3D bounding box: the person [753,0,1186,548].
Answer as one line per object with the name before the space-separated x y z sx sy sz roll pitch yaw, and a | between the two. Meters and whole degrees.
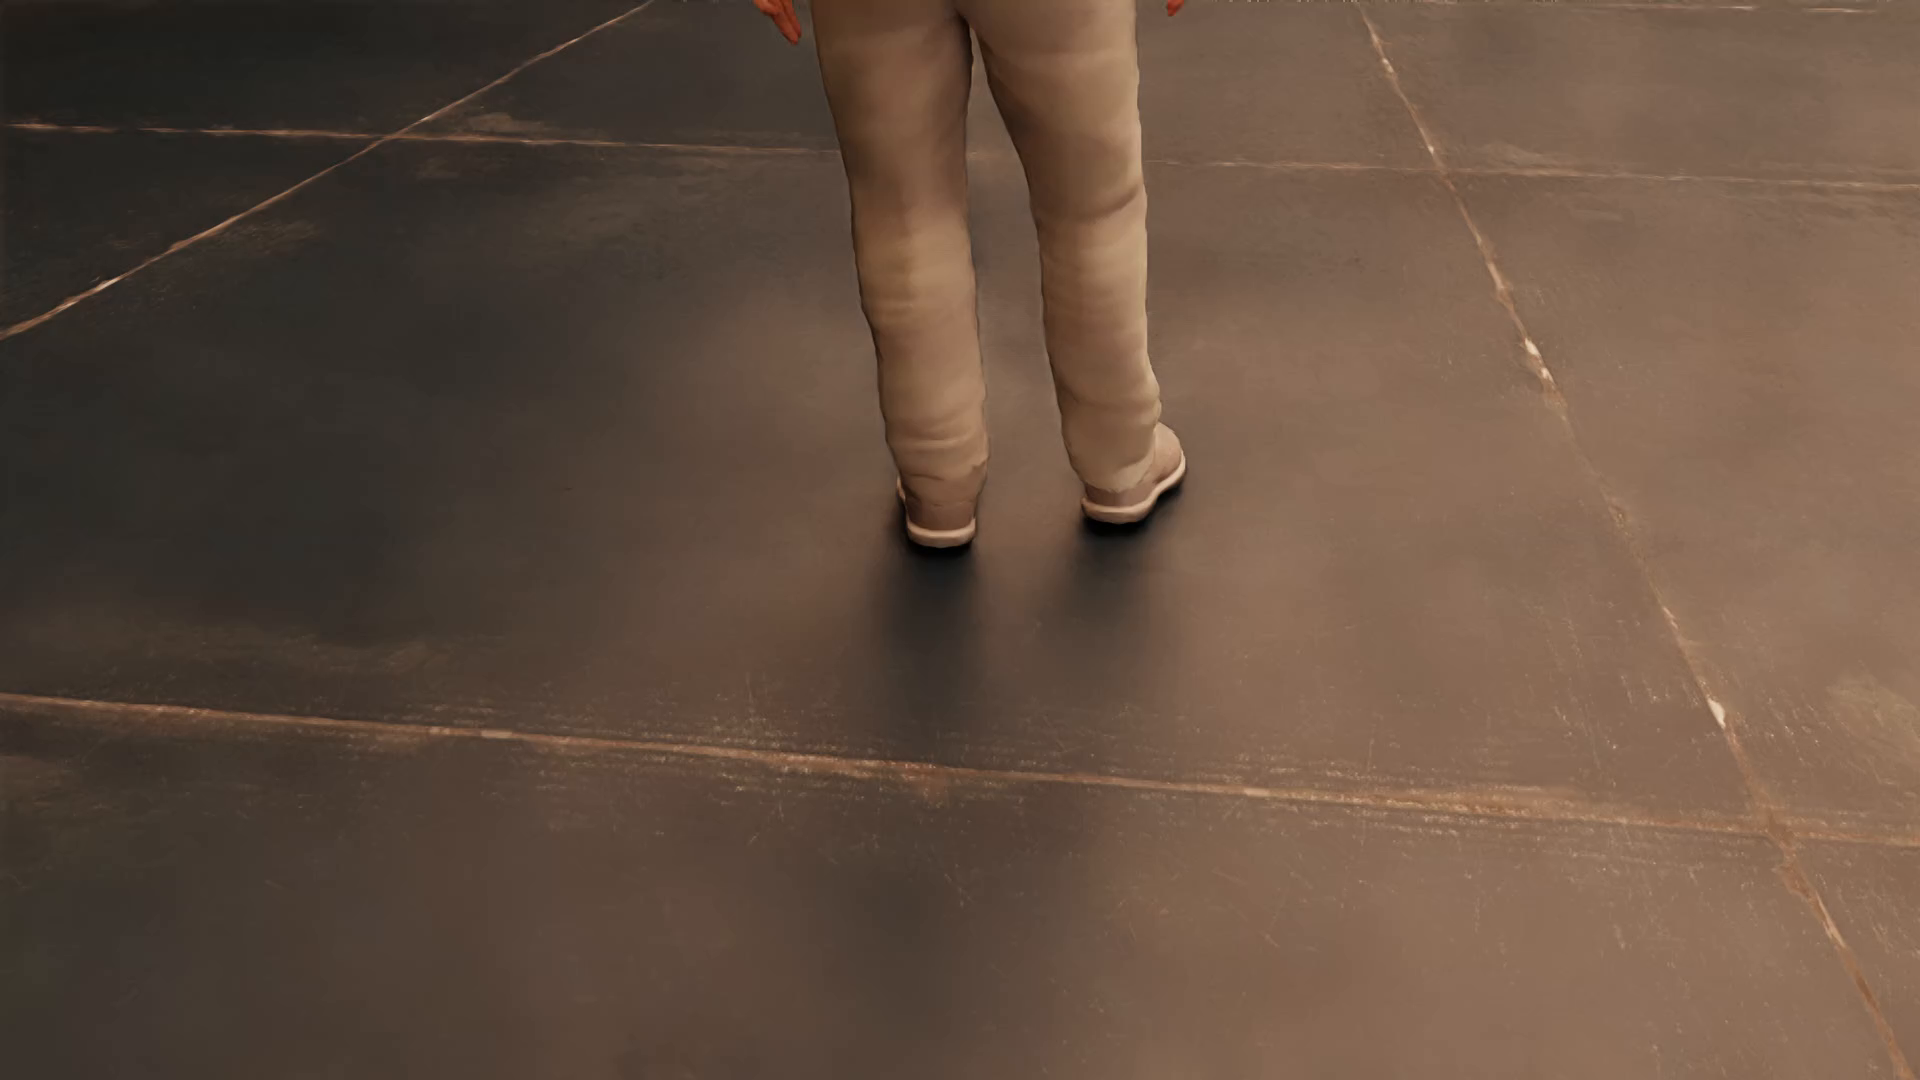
person | 0.022 -0.837 2.167 0.640 1.778 0.574 3 27 7
